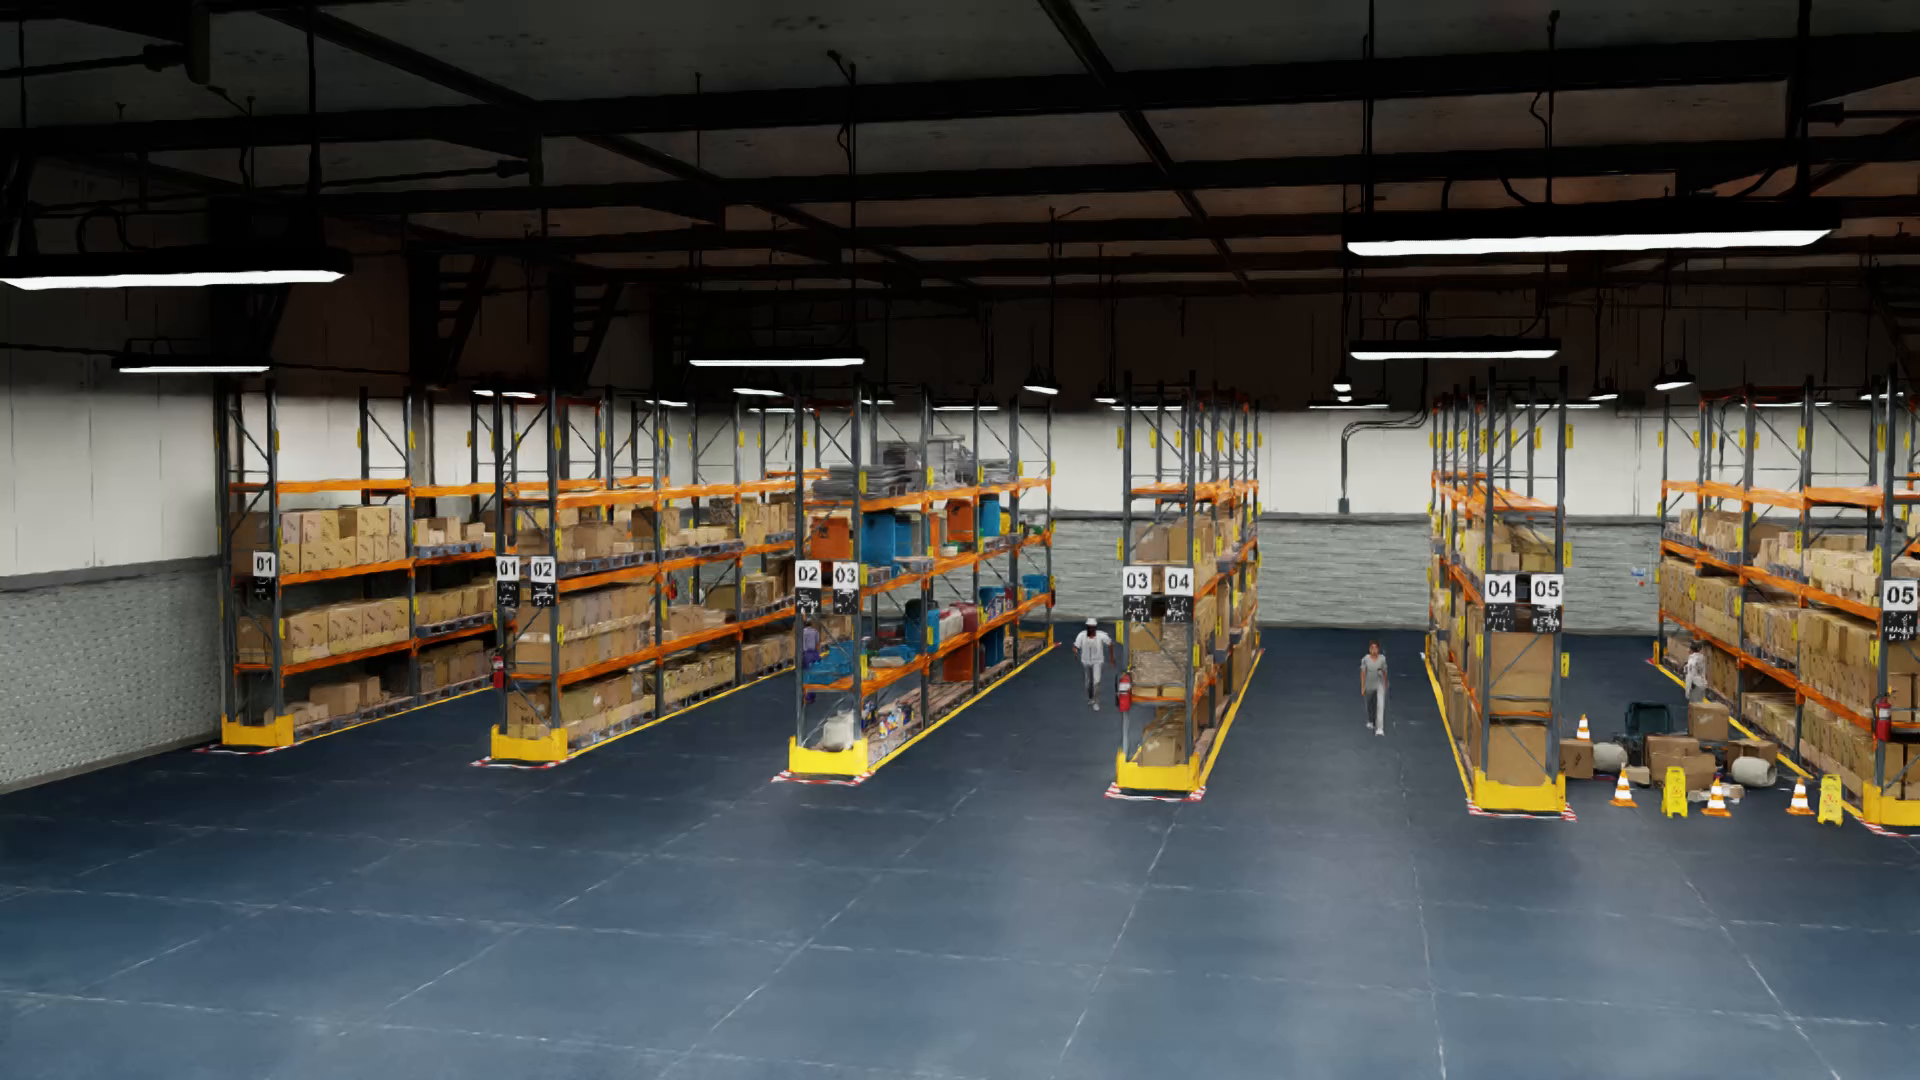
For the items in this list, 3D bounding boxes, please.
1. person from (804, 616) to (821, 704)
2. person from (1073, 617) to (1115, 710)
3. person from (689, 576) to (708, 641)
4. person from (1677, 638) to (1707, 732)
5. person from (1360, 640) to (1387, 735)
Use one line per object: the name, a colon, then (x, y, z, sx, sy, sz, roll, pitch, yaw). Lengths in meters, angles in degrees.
person: (-2.904, 2.270, 31.658, 0.549, 1.644, 0.597, 3, 5, 42)
person: (2.485, 2.283, 31.092, 0.738, 1.702, 0.830, 1, 4, 19)
person: (-6.561, 1.696, 41.305, 0.497, 1.658, 0.682, 1, 3, 10)
person: (12.280, 2.484, 27.842, 0.555, 1.664, 0.586, 3, 4, 39)
person: (7.055, 2.487, 28.384, 0.446, 1.590, 1.109, 1, 4, 16)
